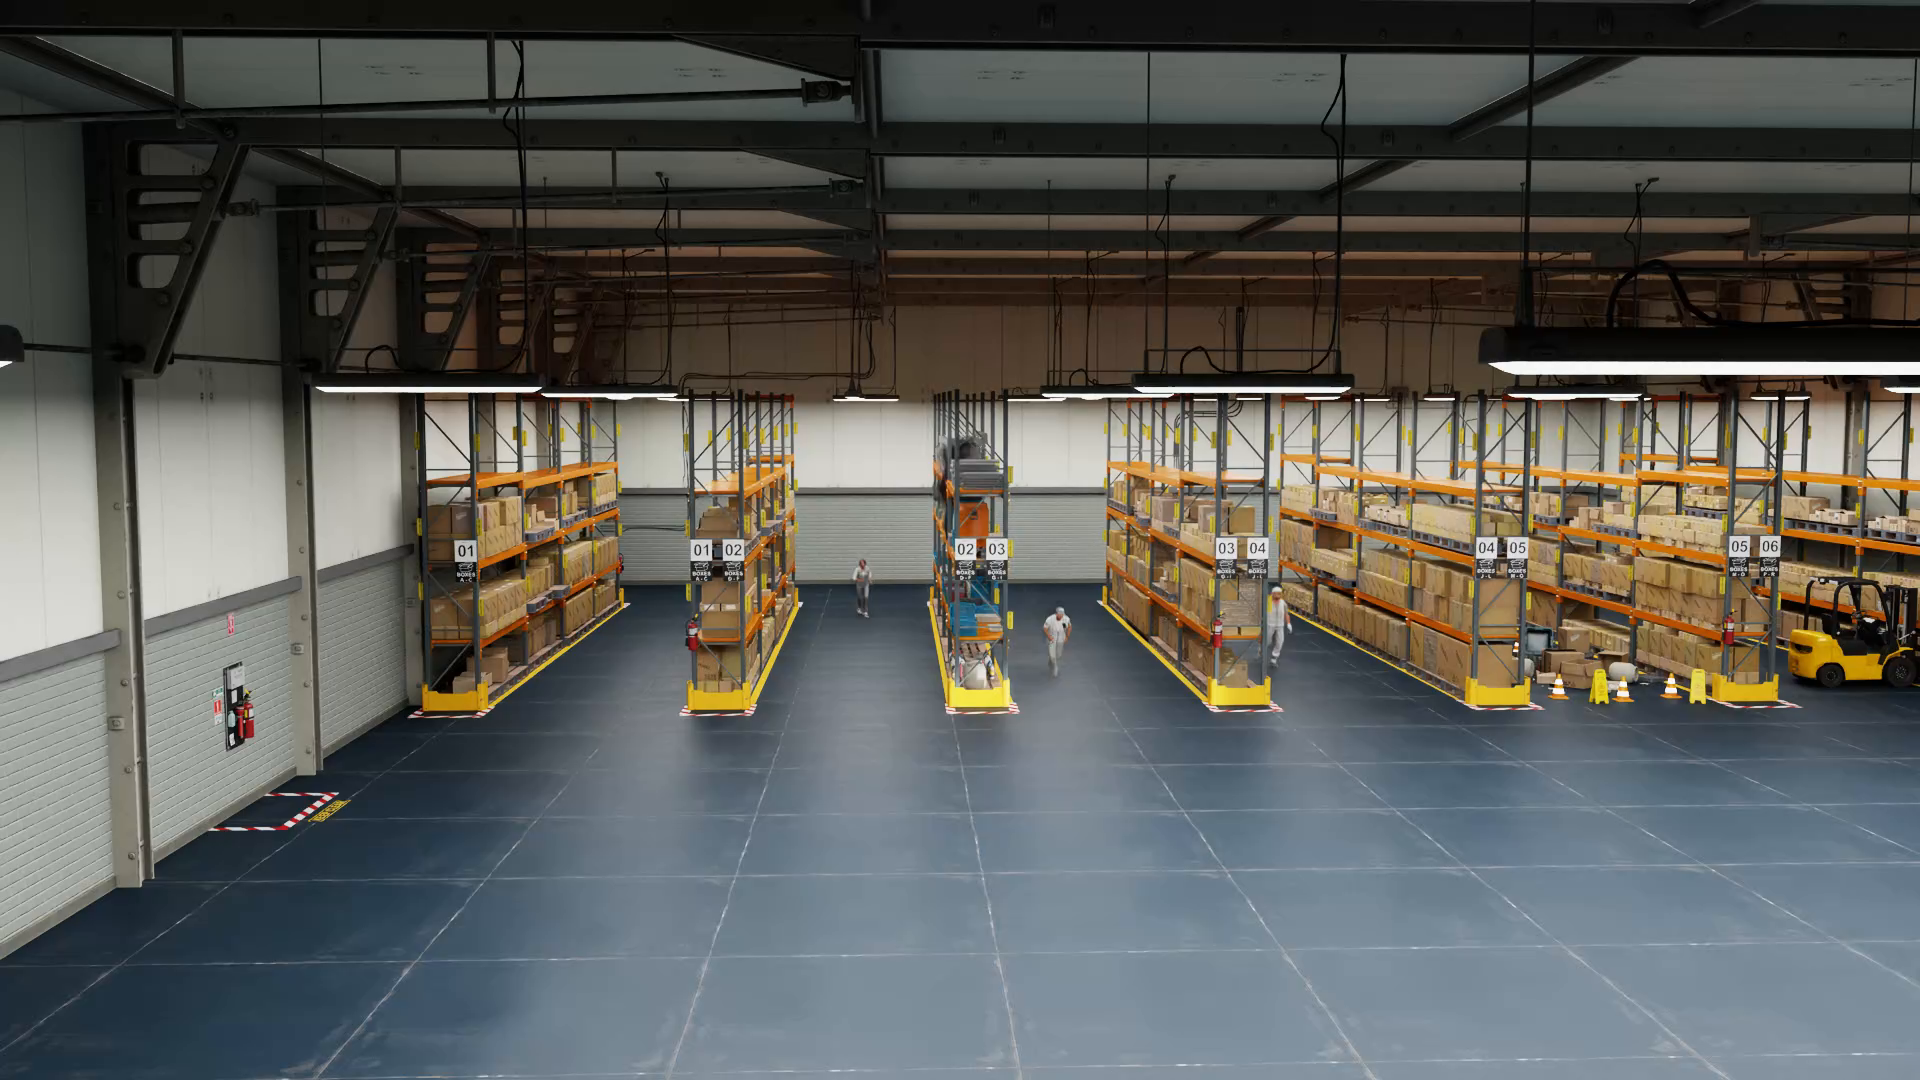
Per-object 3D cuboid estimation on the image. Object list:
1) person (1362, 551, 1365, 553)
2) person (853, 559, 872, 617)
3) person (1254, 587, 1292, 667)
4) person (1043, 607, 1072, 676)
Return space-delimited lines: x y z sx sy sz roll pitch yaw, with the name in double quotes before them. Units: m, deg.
"person" 11.234 1.117 46.564 0.638 1.654 0.557 -1 5 -17
"person" -2.646 1.325 44.968 0.540 1.463 0.895 -1 5 -11
"person" 6.821 1.881 36.283 0.718 1.754 0.679 -1 5 -6
"person" 2.042 2.124 35.113 0.615 1.496 0.957 -1 5 -12
